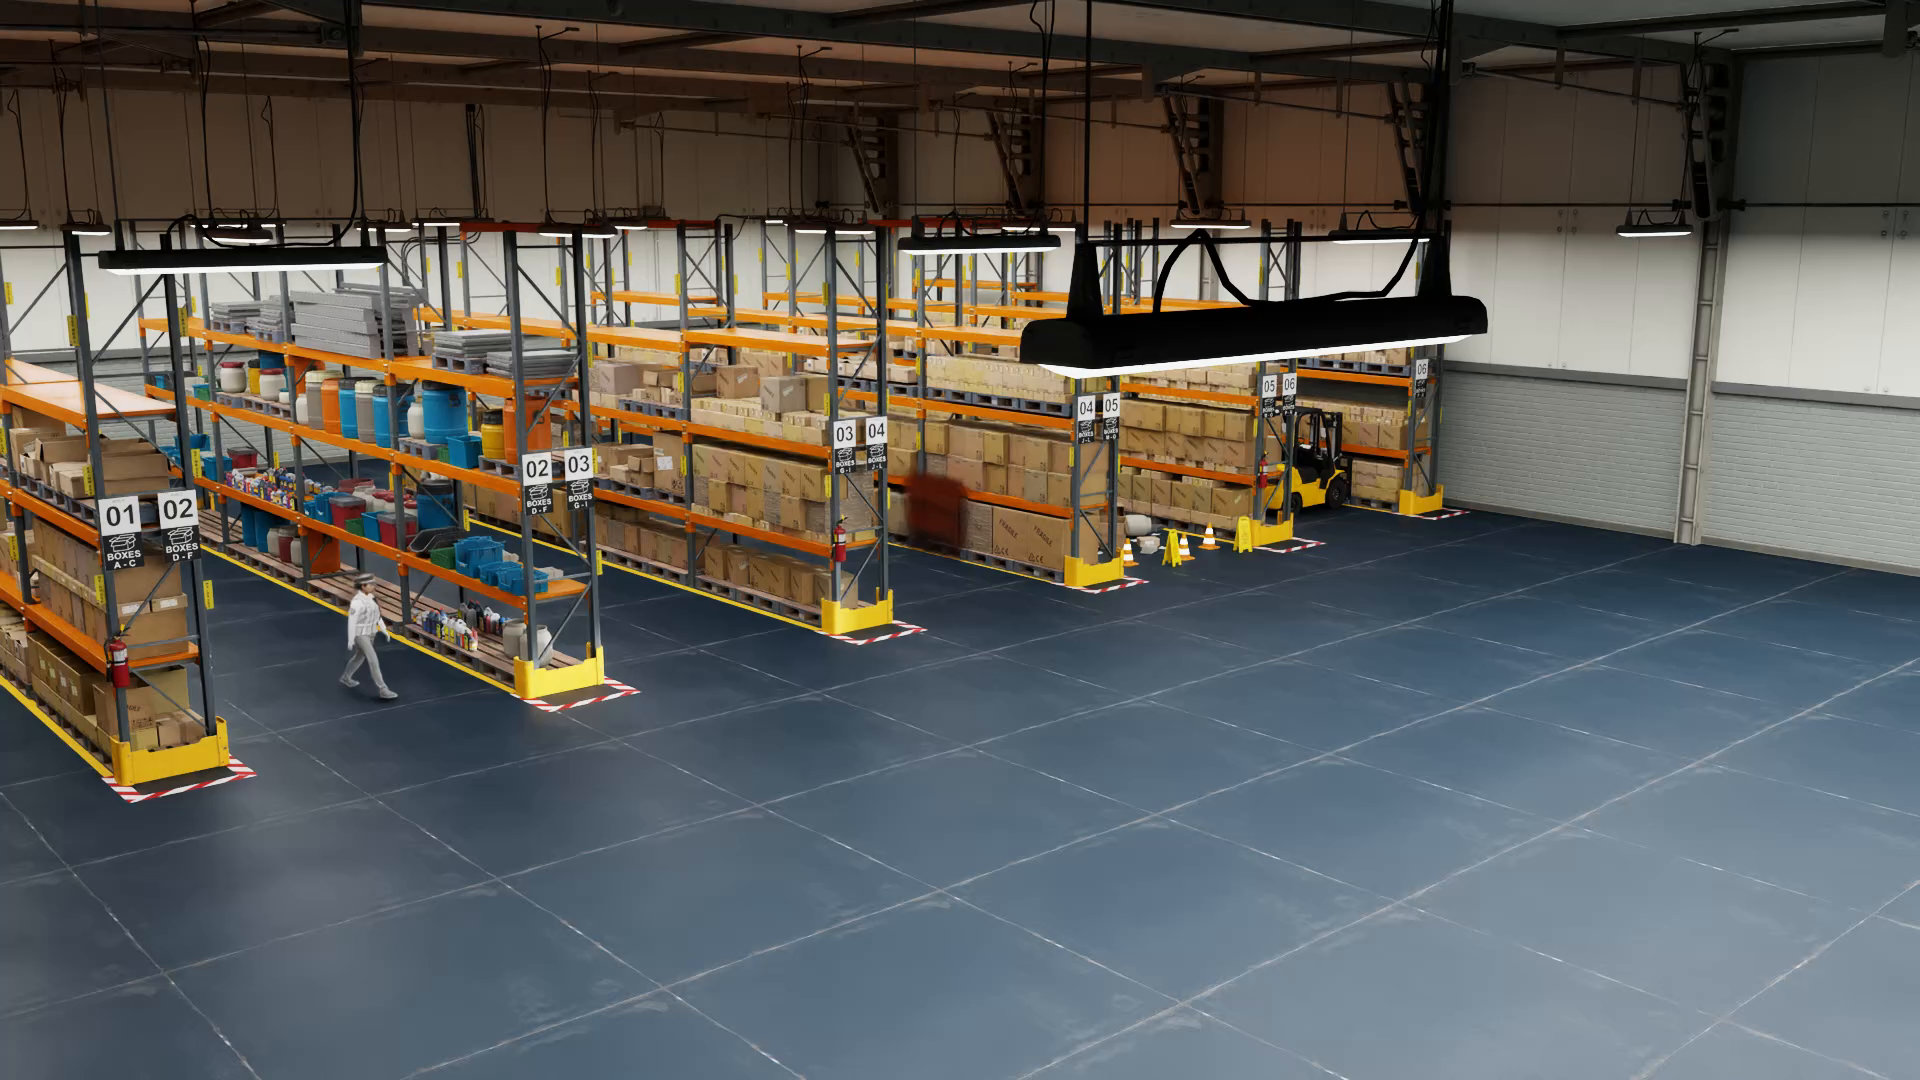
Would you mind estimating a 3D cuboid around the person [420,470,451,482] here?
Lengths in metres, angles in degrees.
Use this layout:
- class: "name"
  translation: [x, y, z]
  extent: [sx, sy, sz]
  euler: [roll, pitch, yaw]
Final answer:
- class: "person"
  translation: [-10.148, -0.964, 32.275]
  extent: [0.675, 1.608, 0.677]
  euler: [-6, 13, -29]

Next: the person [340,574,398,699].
- class: "person"
  translation: [-7.743, 1.221, 21.641]
  extent: [1.081, 1.600, 0.553]
  euler: [5, 12, 22]
